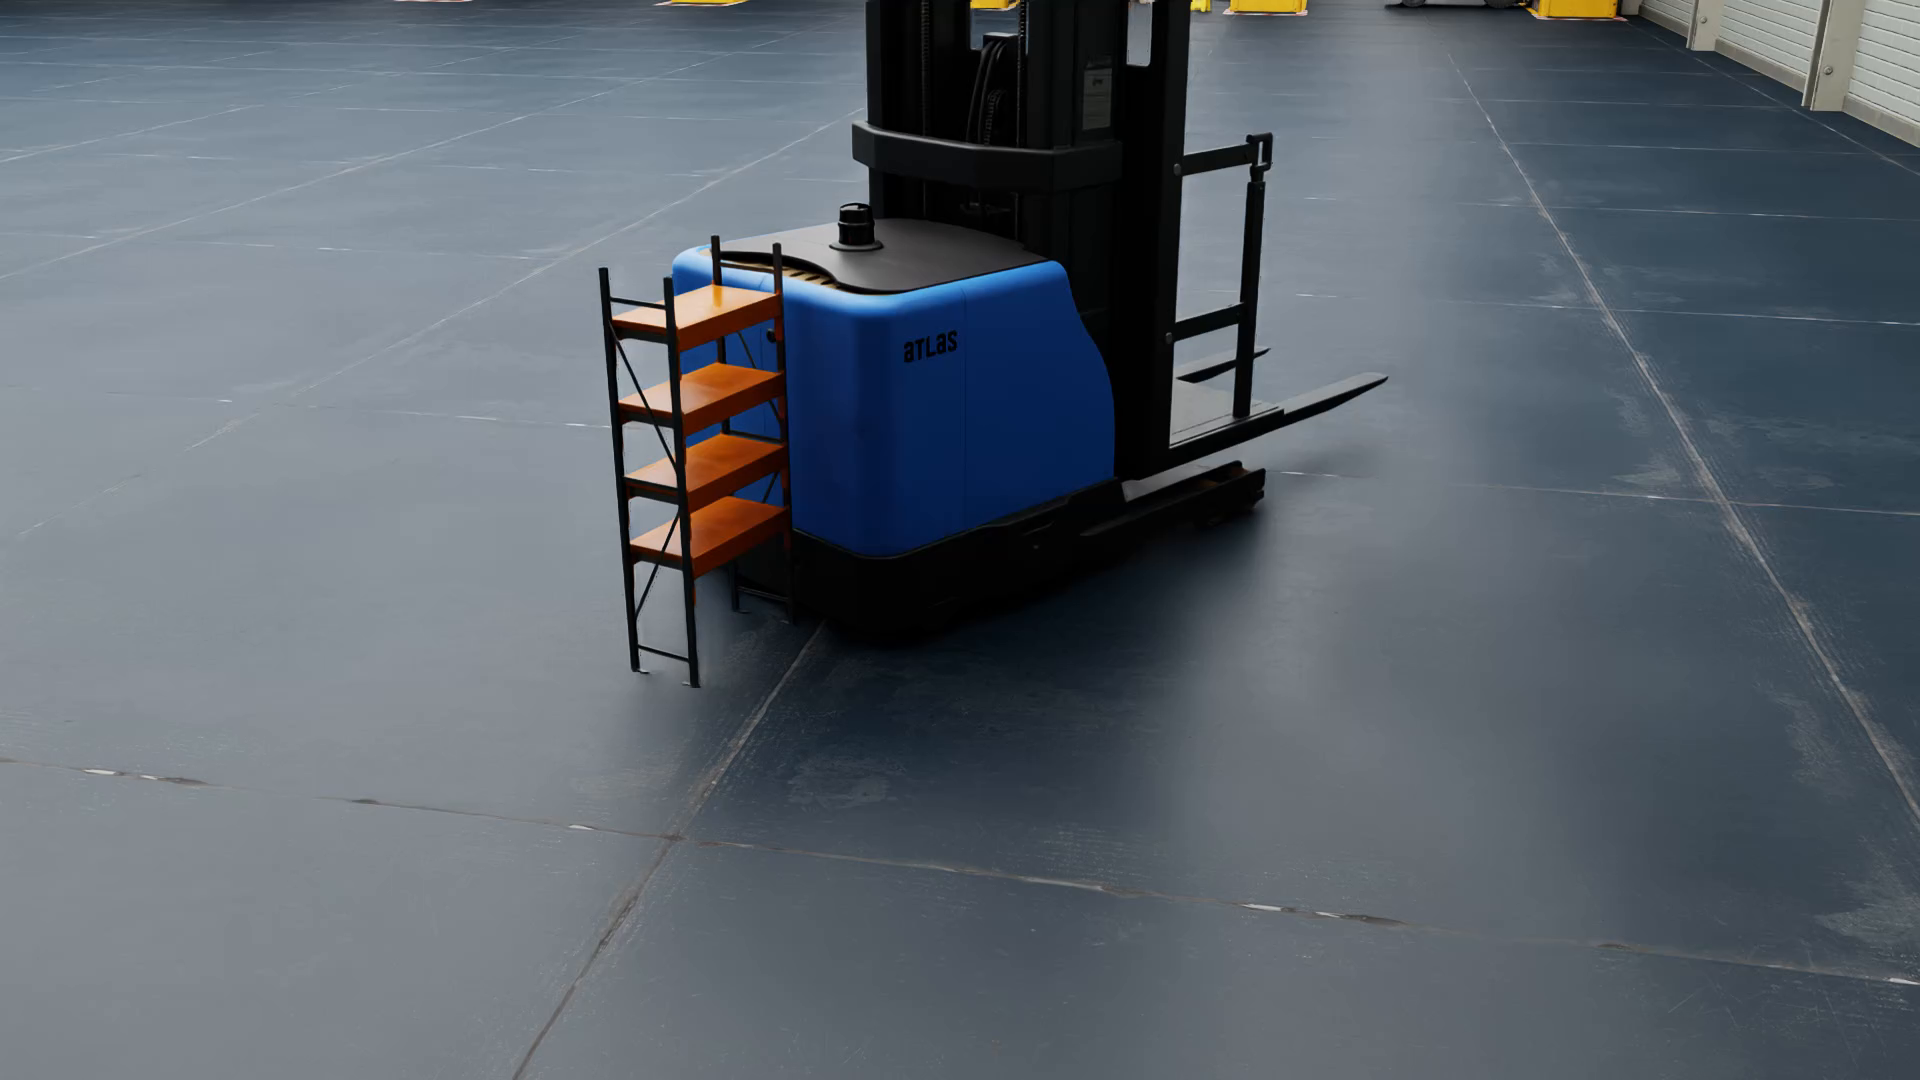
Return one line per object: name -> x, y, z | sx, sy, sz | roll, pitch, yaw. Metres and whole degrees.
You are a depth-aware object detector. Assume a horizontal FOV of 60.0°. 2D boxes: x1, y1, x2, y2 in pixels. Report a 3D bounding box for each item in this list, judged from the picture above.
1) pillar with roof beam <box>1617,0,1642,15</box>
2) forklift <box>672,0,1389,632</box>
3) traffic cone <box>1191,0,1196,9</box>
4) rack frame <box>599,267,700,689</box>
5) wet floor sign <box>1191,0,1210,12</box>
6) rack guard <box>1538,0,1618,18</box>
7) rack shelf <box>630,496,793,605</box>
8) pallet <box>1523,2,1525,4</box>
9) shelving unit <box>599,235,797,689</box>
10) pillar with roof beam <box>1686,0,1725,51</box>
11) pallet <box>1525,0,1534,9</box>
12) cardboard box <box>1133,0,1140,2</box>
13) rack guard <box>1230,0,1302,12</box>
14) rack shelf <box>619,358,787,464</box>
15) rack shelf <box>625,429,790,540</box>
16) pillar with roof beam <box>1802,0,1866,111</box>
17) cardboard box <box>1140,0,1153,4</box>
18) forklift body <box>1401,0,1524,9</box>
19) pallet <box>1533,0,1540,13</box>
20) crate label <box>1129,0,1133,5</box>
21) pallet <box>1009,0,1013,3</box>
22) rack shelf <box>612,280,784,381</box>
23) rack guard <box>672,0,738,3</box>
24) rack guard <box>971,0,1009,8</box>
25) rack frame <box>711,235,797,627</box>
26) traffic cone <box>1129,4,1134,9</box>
pillar with roof beam -> 6.786, -13.169, 26.506 | 9.100, 9.000, 0.400 | 4, 22, 11
forklift -> 0.480, -1.534, 5.739 | 3.031, 2.935, 1.130 | -20, 29, -40
traffic cone -> 3.941, -9.328, 28.395 | 0.336, 0.463, 0.334 | 4, 22, 11
rack frame -> -0.860, -0.152, 4.624 | 0.240, 1.200, 0.015 | 12, 25, 27
wet floor sign -> 4.030, -9.169, 27.756 | 0.267, 0.644, 0.232 | 13, 25, 29
rack guard -> 9.971, -8.704, 26.796 | 1.175, 0.500, 0.348 | 4, 22, 11
rack shelf -> -0.739, 0.016, 4.920 | 0.258, 0.148, 0.480 | 12, 25, 27
pallet -> 10.589, -9.754, 29.789 | 1.003, 0.211, 1.213 | 4, 22, 11
shelving unit -> -0.739, -0.231, 4.821 | 0.258, 1.200, 0.503 | 12, 25, 27
pillar with roof beam -> 5.562, -10.975, 21.058 | 9.100, 9.000, 0.400 | 4, 22, 11
pallet -> 10.342, -9.306, 28.678 | 1.003, 0.211, 1.213 | 4, 22, 11
cardboard box -> 2.996, -9.926, 29.827 | 0.797, 0.503, 0.637 | -11, 25, -26
rack guard -> 5.132, -9.117, 27.822 | 1.175, 0.500, 0.348 | 4, 22, 11
rack shelf -> -0.739, -0.376, 4.762 | 0.258, 0.148, 0.480 | 12, 25, 27
rack shelf -> -0.739, -0.168, 4.846 | 0.258, 0.148, 0.480 | 12, 25, 27
pillar with roof beam -> 4.338, -8.780, 15.609 | 9.100, 9.000, 0.400 | 4, 22, 11
cardboard box -> 3.406, -9.560, 29.391 | 0.380, 0.149, 0.250 | 18, 28, 38
forklift body -> 8.577, -10.311, 28.576 | 2.313, 2.155, 1.214 | 4, 22, 11
pallet -> 10.091, -8.861, 27.574 | 1.003, 0.211, 1.213 | 4, 22, 11
crate label -> 2.885, -9.429, 29.083 | 0.250, 0.136, 0.298 | -7, 23, -17
pallet -> 0.336, -9.594, 29.394 | 1.003, 0.211, 1.213 | 4, 22, 11
rack shelf -> -0.739, -0.595, 4.674 | 0.258, 0.148, 0.480 | 12, 25, 27
rack guard -> -4.570, -9.873, 29.698 | 1.175, 0.500, 0.348 | 4, 22, 11
rack guard -> 0.245, -9.421, 28.577 | 1.175, 0.500, 0.348 | 4, 22, 11
rack frame -> -0.618, -0.310, 5.017 | 0.240, 1.200, 0.015 | 12, 25, 27
traffic cone -> 2.785, -9.288, 28.296 | 0.336, 0.463, 0.334 | 4, 22, 11
